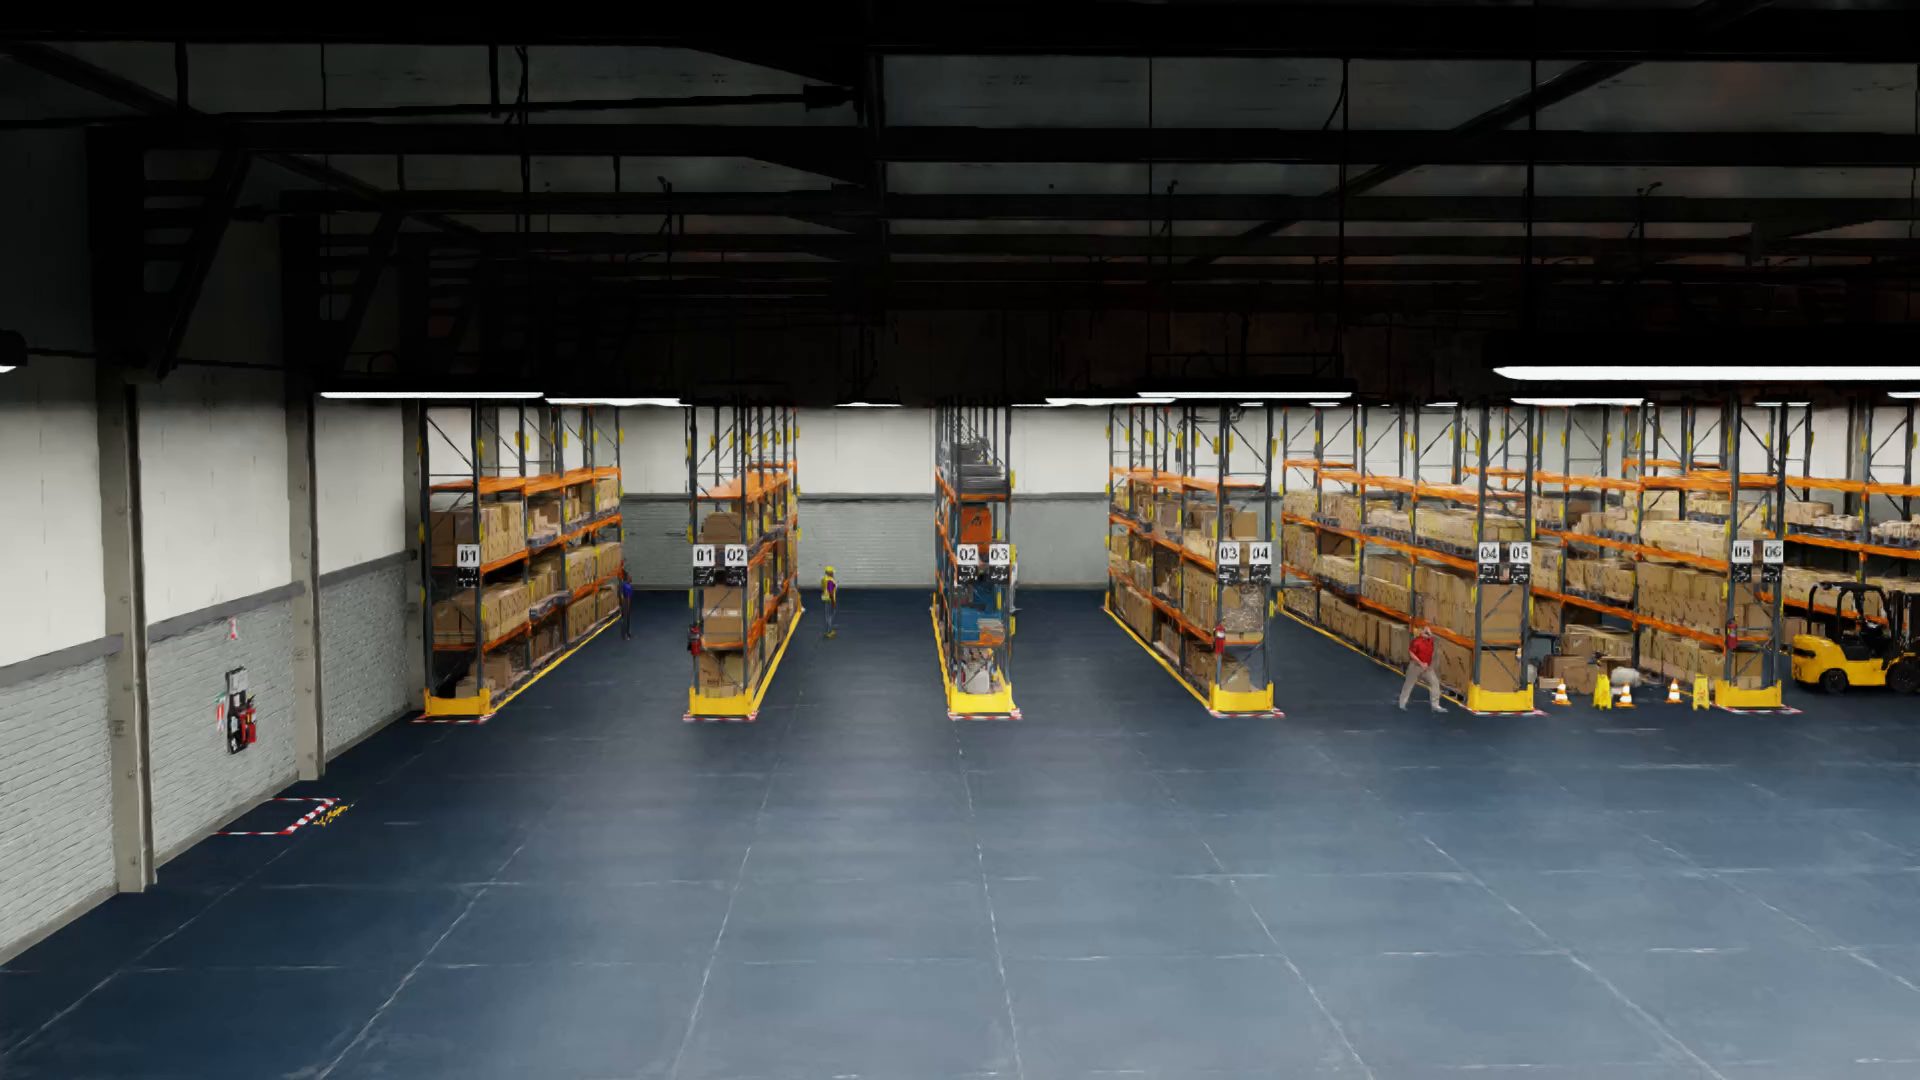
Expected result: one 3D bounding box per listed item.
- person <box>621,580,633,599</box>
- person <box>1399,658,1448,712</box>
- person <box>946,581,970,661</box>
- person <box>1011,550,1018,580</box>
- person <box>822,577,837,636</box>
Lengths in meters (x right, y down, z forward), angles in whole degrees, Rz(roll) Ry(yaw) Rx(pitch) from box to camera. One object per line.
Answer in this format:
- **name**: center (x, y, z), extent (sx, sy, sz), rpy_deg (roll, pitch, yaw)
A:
- **person**: center (-8.267, 1.247, 41.312), extent (0.280, 0.501, 0.461), rpy_deg (-2, 5, -22)
- **person**: center (8.747, 2.724, 31.504), extent (0.662, 1.025, 0.829), rpy_deg (-2, 5, -20)
- **person**: center (-0.053, 1.763, 36.373), extent (0.470, 1.768, 0.635), rpy_deg (-1, 5, -10)
- **person**: center (1.463, 0.764, 46.895), extent (0.359, 1.070, 0.640), rpy_deg (1, 5, 11)
- **person**: center (-3.262, 1.659, 41.912), extent (0.392, 1.497, 0.544), rpy_deg (-2, 5, -21)
